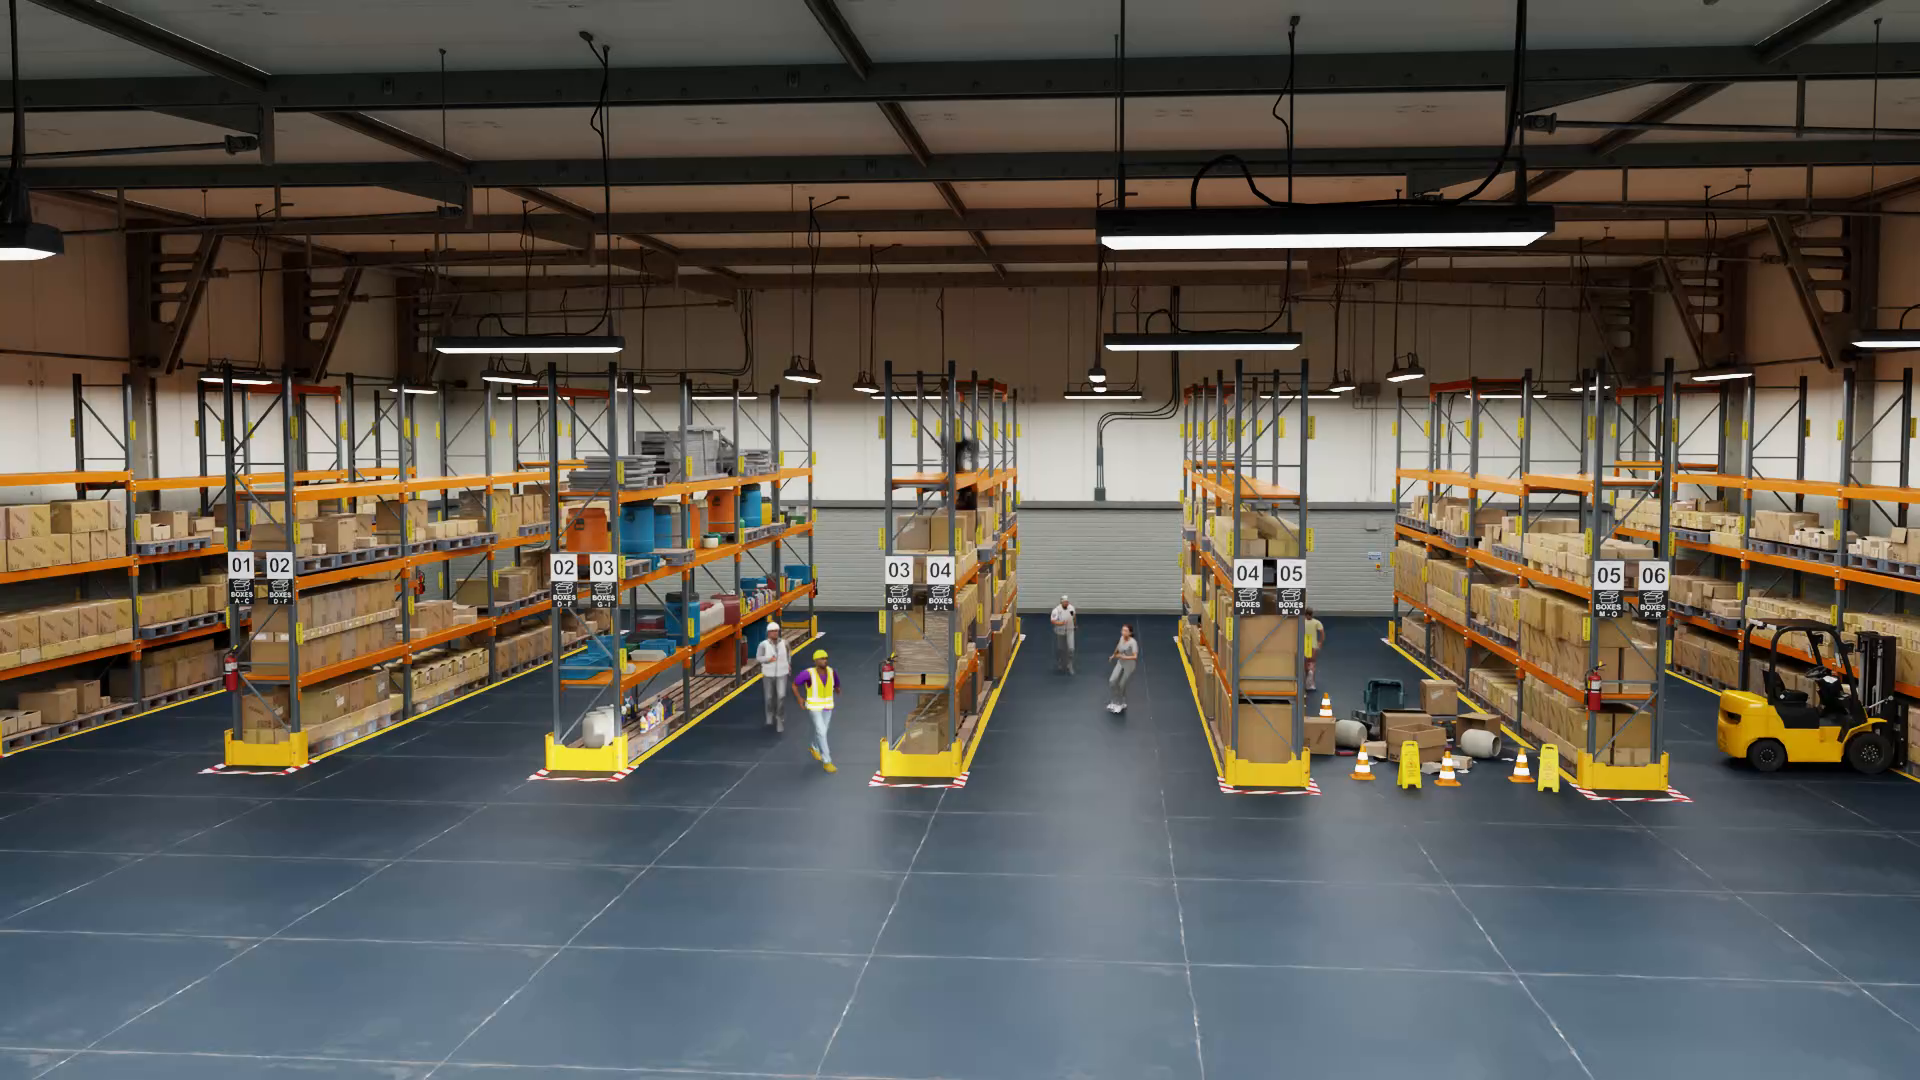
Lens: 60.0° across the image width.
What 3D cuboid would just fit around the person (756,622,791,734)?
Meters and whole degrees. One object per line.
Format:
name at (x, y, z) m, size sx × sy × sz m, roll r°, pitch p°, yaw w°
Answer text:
person at (-3.112, 2.279, 27.824) m, size 0.609 × 1.827 × 0.866 m, roll -1°, pitch 4°, yaw -10°

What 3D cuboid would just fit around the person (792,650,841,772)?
person at (-2.079, 2.481, 24.520) m, size 0.710 × 1.745 × 1.007 m, roll -3°, pitch 5°, yaw -35°

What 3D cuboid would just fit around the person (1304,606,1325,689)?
person at (6.765, 2.094, 32.172) m, size 0.589 × 1.600 × 0.555 m, roll 0°, pitch 4°, yaw 6°

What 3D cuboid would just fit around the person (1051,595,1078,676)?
person at (2.145, 1.936, 34.356) m, size 0.607 × 1.644 × 0.949 m, roll 0°, pitch 4°, yaw -6°

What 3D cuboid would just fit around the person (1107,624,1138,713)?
person at (2.891, 2.250, 29.486) m, size 0.718 × 1.576 × 0.683 m, roll 2°, pitch 5°, yaw 33°
